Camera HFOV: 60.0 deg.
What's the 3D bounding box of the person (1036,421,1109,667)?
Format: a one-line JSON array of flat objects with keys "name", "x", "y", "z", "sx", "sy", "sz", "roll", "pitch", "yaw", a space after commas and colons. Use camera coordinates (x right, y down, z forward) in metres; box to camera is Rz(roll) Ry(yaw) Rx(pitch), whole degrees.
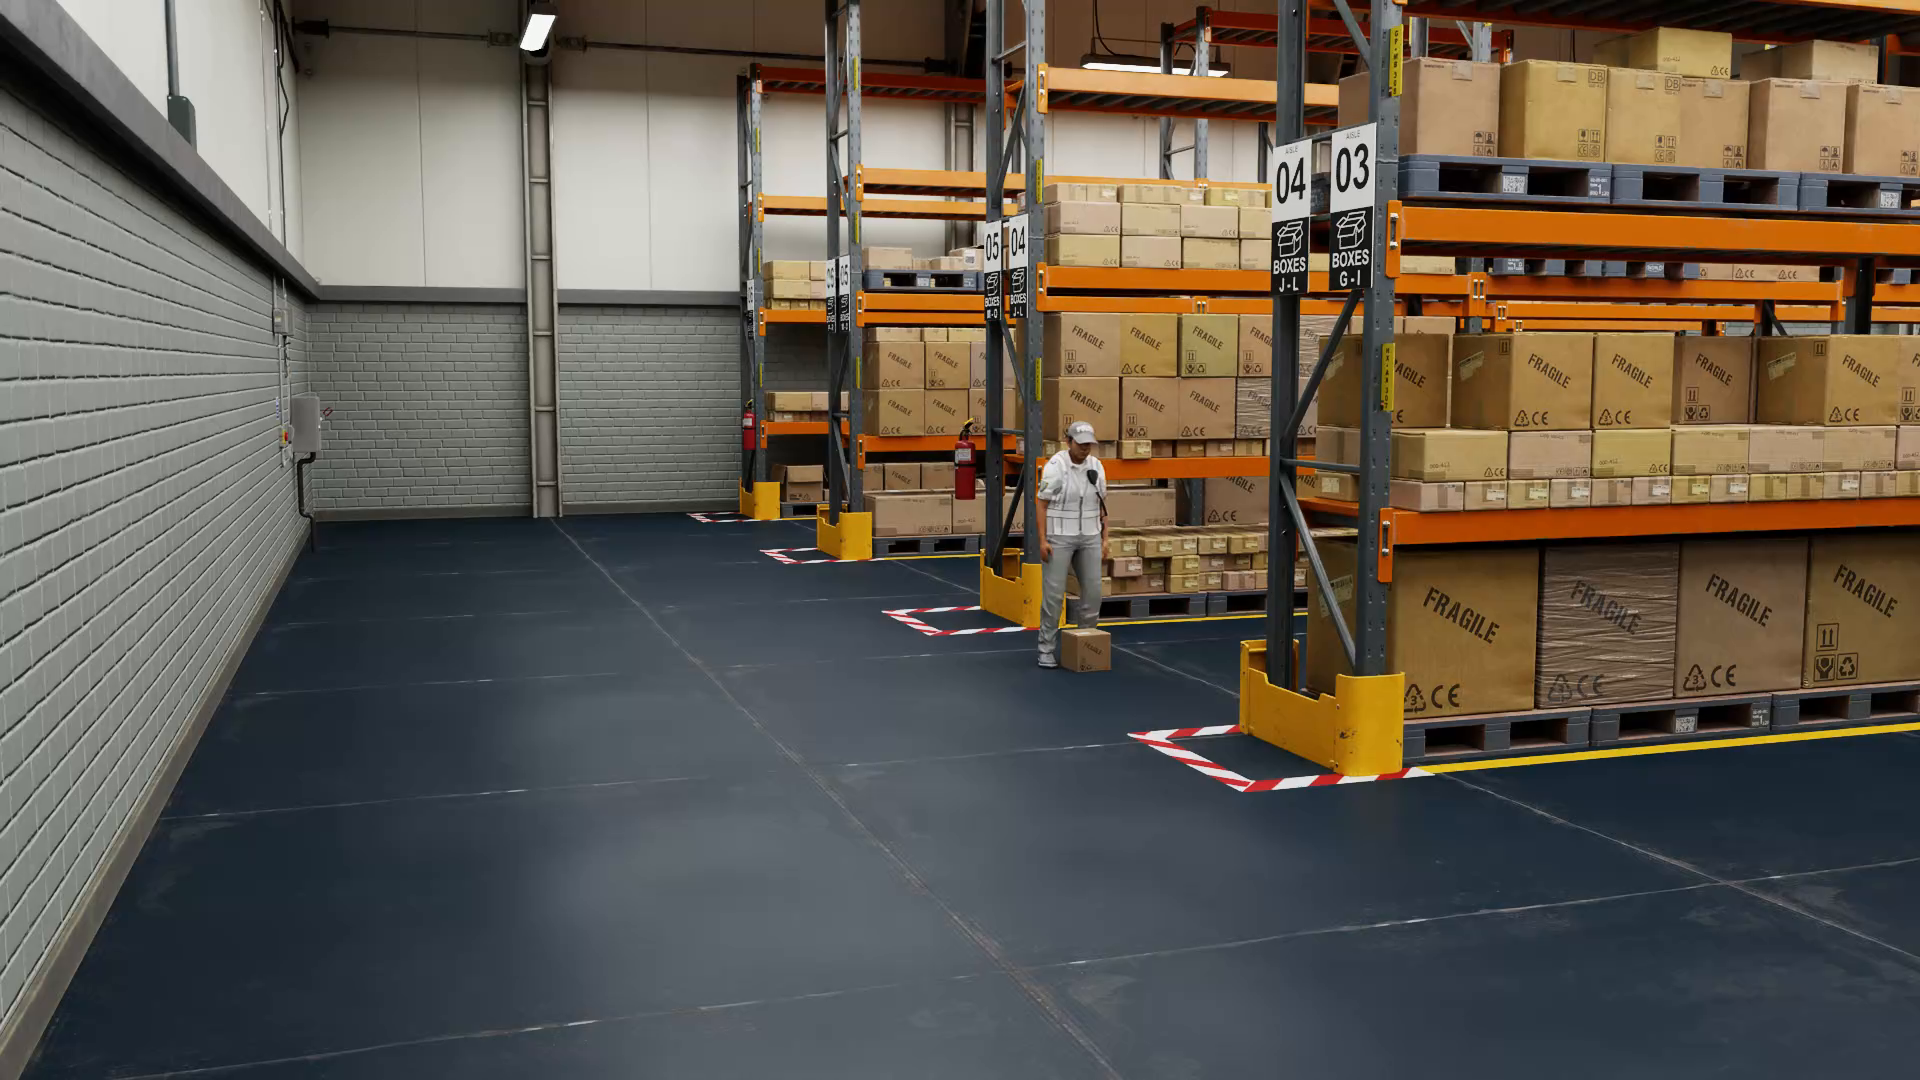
[{"name": "person", "x": 0.772, "y": 0.019, "z": 11.351, "sx": 0.542, "sy": 1.666, "sz": 0.470, "roll": -2, "pitch": 6, "yaw": -19}]
